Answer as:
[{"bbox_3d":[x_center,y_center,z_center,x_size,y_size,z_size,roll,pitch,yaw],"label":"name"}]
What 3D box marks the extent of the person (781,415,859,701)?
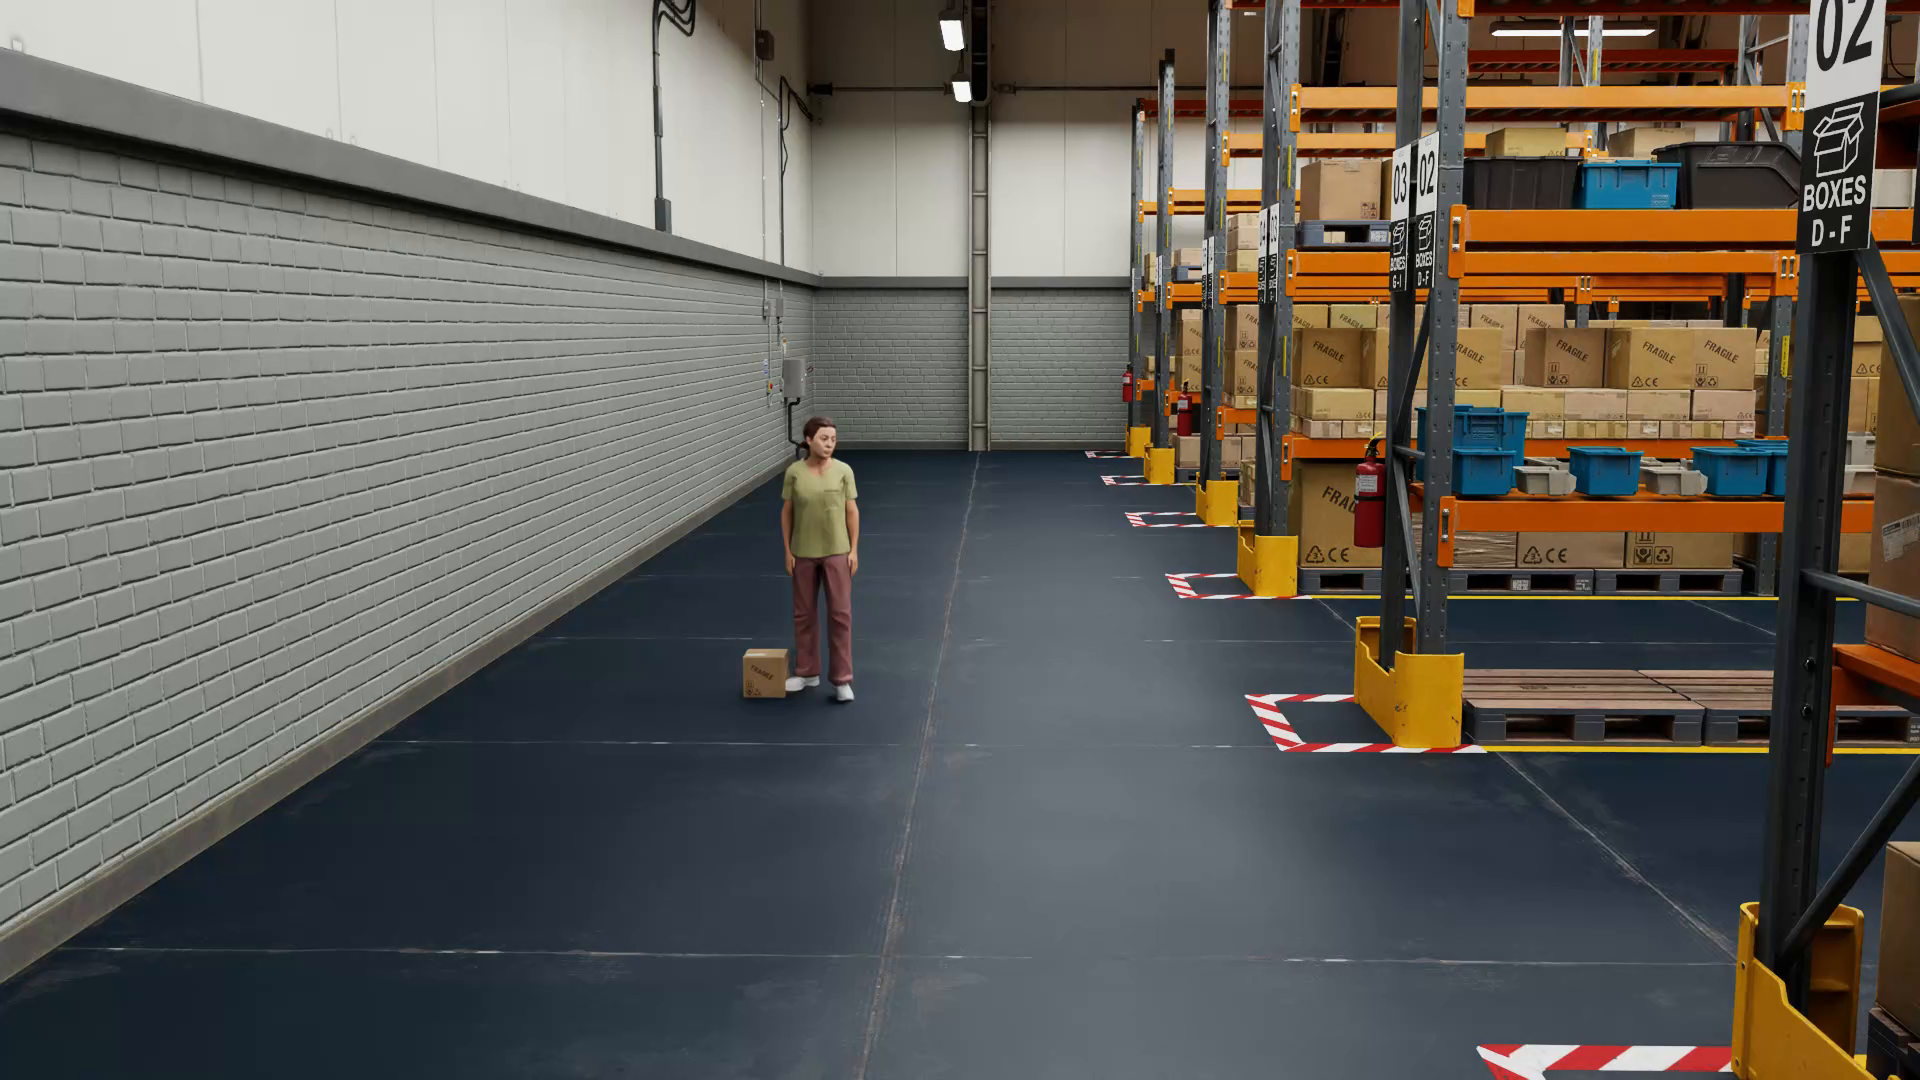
[{"bbox_3d":[-0.845,0.097,9.901,0.477,1.674,0.482,0,7,2],"label":"person"}]
